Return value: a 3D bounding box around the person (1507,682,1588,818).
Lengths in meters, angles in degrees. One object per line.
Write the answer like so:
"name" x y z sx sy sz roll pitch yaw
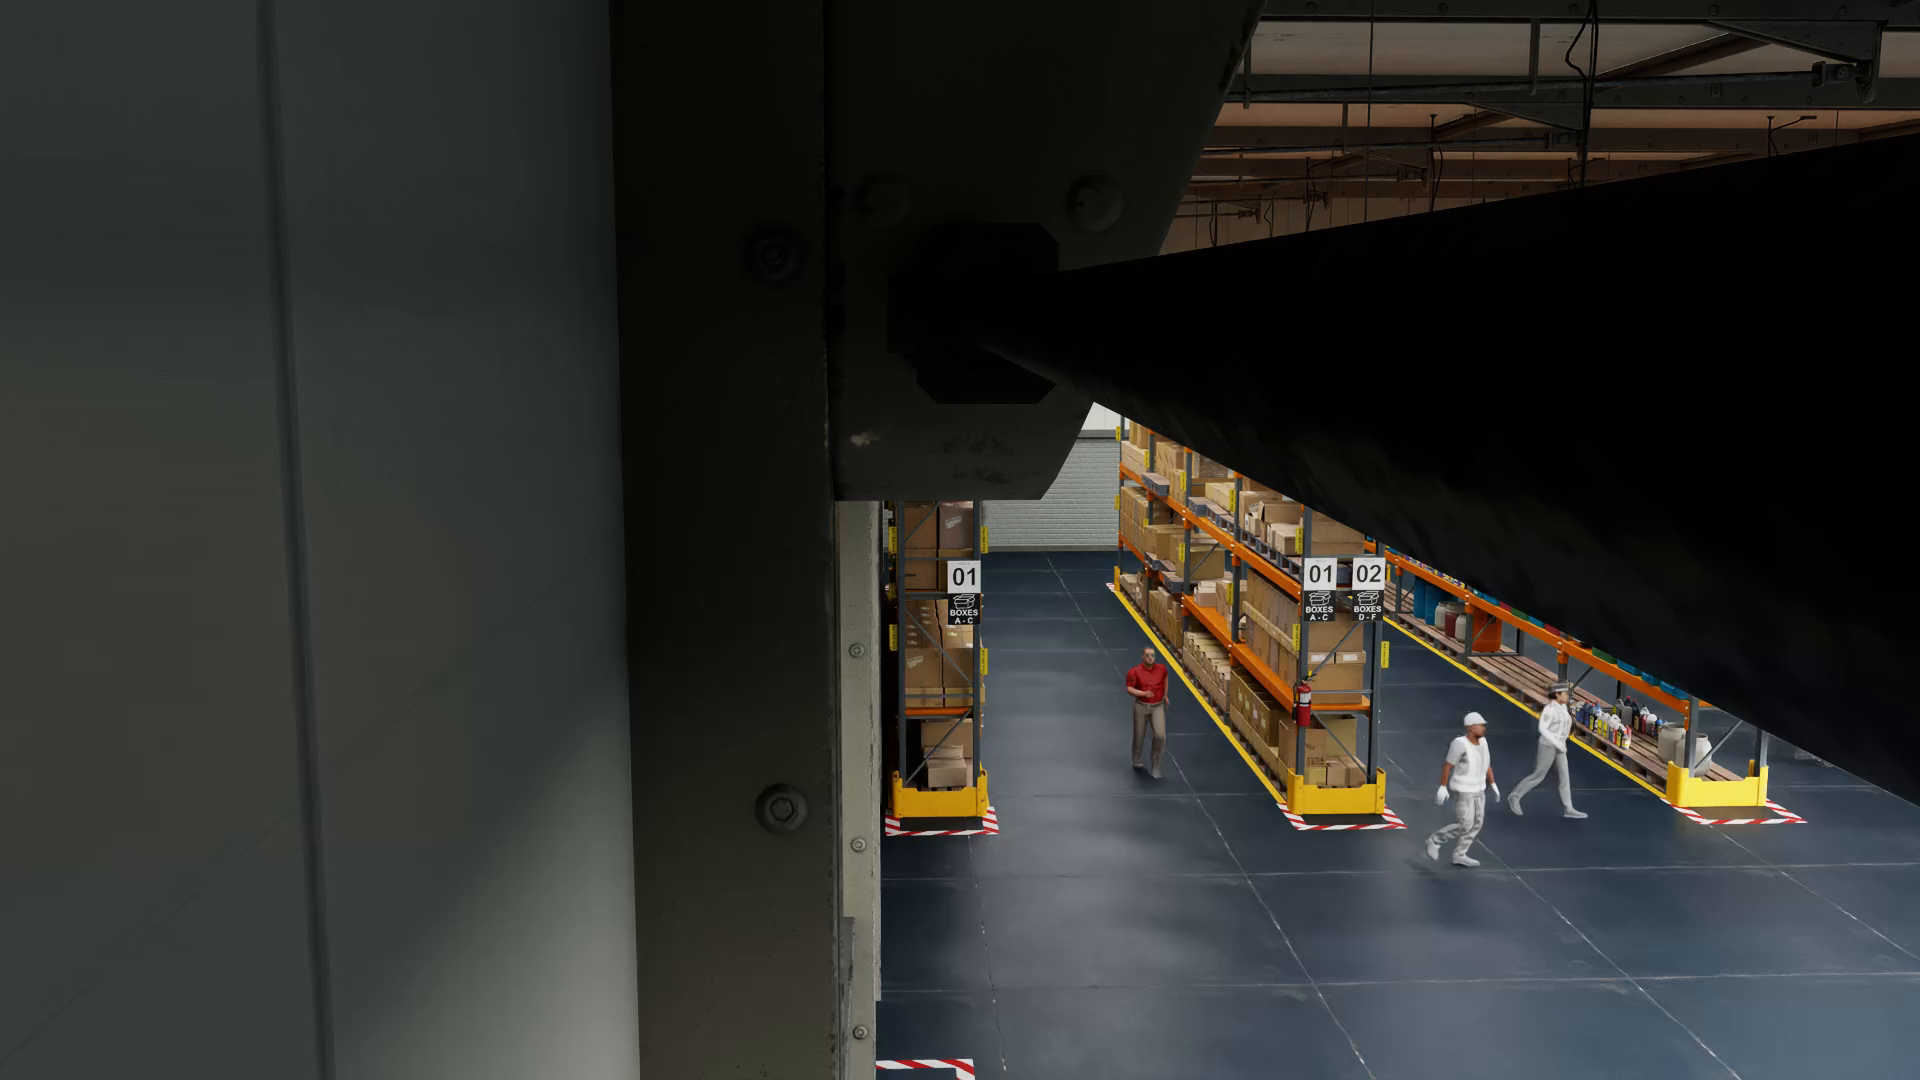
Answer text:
"person" 7.287 2.554 20.381 0.947 1.663 0.655 7 11 40

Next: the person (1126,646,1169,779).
"person" 2.522 2.303 22.245 0.644 1.788 0.851 -1 8 -8

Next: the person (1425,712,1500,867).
"person" 5.637 2.800 18.633 0.775 1.736 0.572 -7 11 -41
